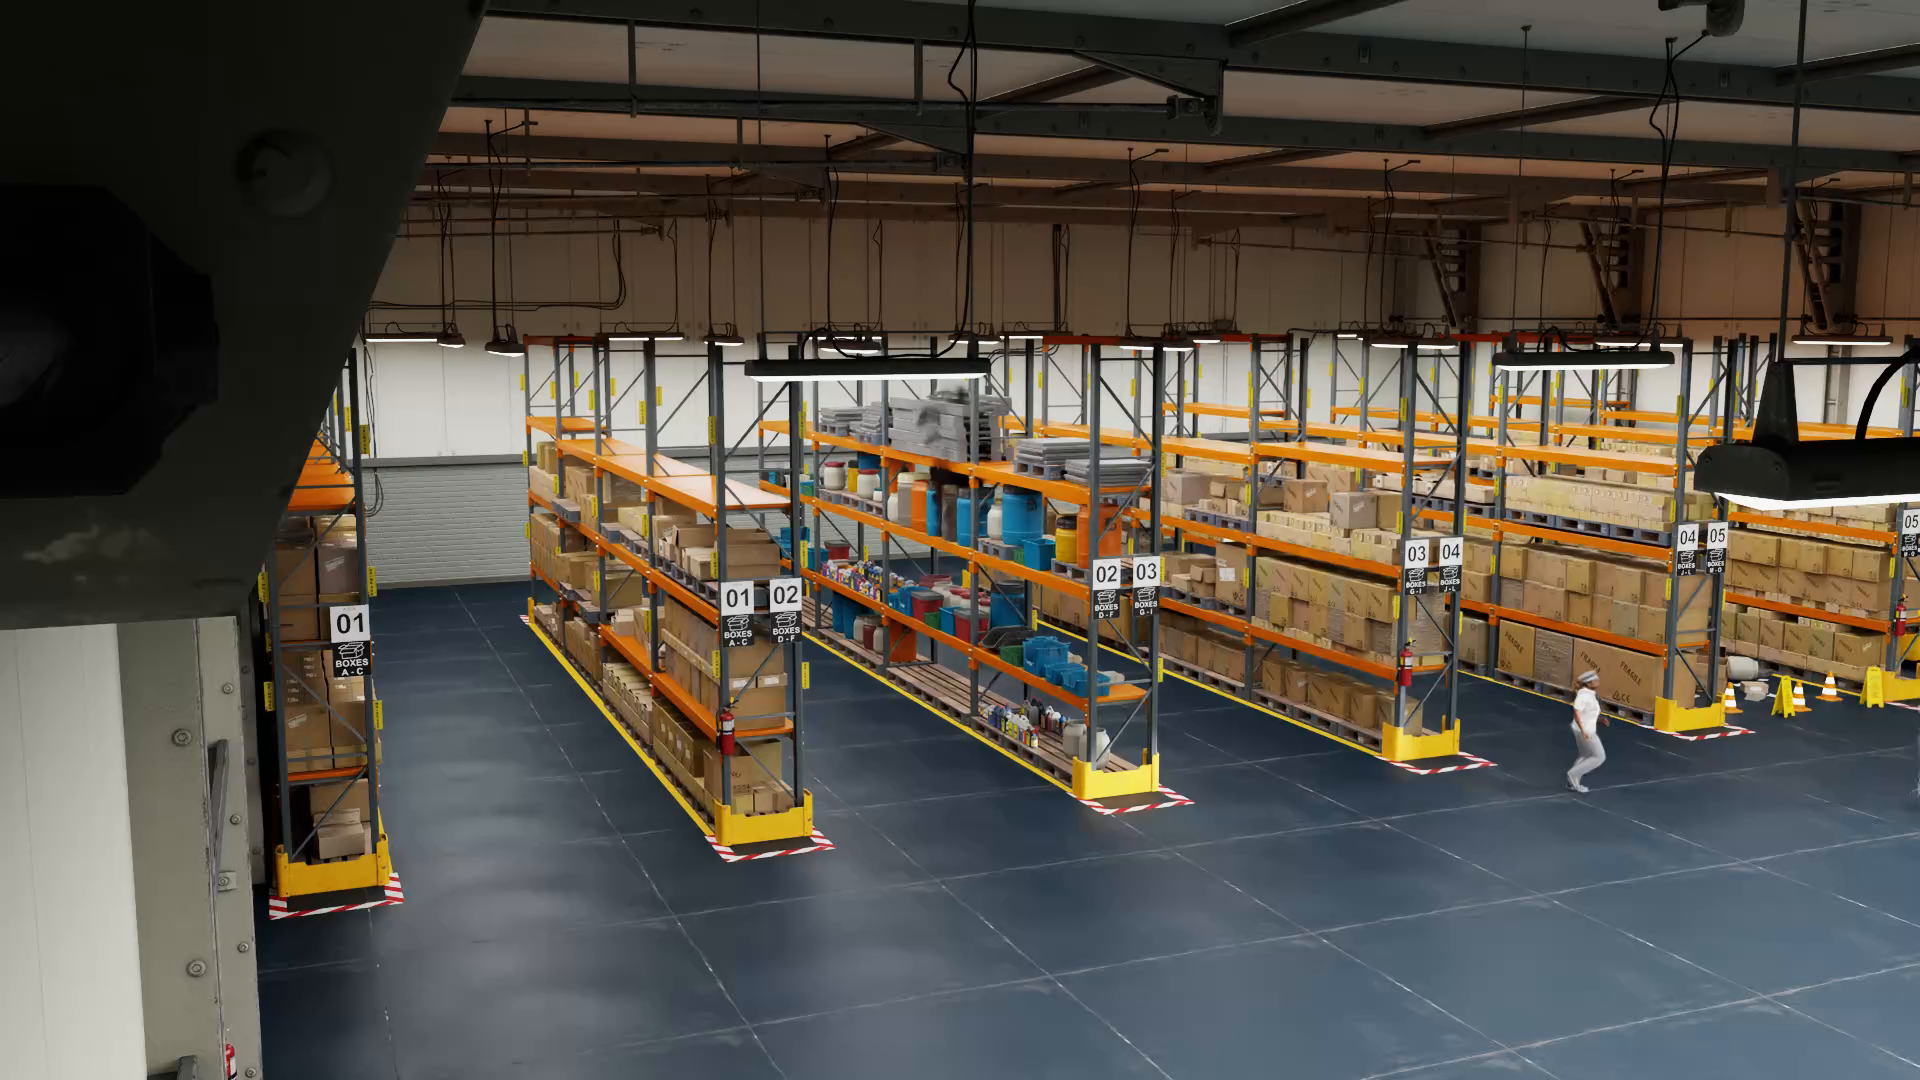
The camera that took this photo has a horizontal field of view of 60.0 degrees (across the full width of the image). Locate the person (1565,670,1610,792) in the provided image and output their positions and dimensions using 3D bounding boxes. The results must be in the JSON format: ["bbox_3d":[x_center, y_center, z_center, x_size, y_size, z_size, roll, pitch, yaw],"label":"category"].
[{"bbox_3d":[8.436,2.554,22.286,0.536,1.665,0.587,2,8,14],"label":"person"}]

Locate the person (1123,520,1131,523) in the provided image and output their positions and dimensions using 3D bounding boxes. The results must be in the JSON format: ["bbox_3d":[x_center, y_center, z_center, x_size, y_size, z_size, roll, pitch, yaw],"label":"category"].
[{"bbox_3d":[3.835,0.318,39.217,0.690,1.611,0.558,0,8,2],"label":"person"}]

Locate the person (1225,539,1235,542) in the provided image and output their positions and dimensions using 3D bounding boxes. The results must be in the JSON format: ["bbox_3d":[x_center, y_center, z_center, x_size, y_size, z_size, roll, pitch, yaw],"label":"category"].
[{"bbox_3d":[5.738,0.814,35.035,0.680,1.770,0.666,-3,8,-19],"label":"person"}]
